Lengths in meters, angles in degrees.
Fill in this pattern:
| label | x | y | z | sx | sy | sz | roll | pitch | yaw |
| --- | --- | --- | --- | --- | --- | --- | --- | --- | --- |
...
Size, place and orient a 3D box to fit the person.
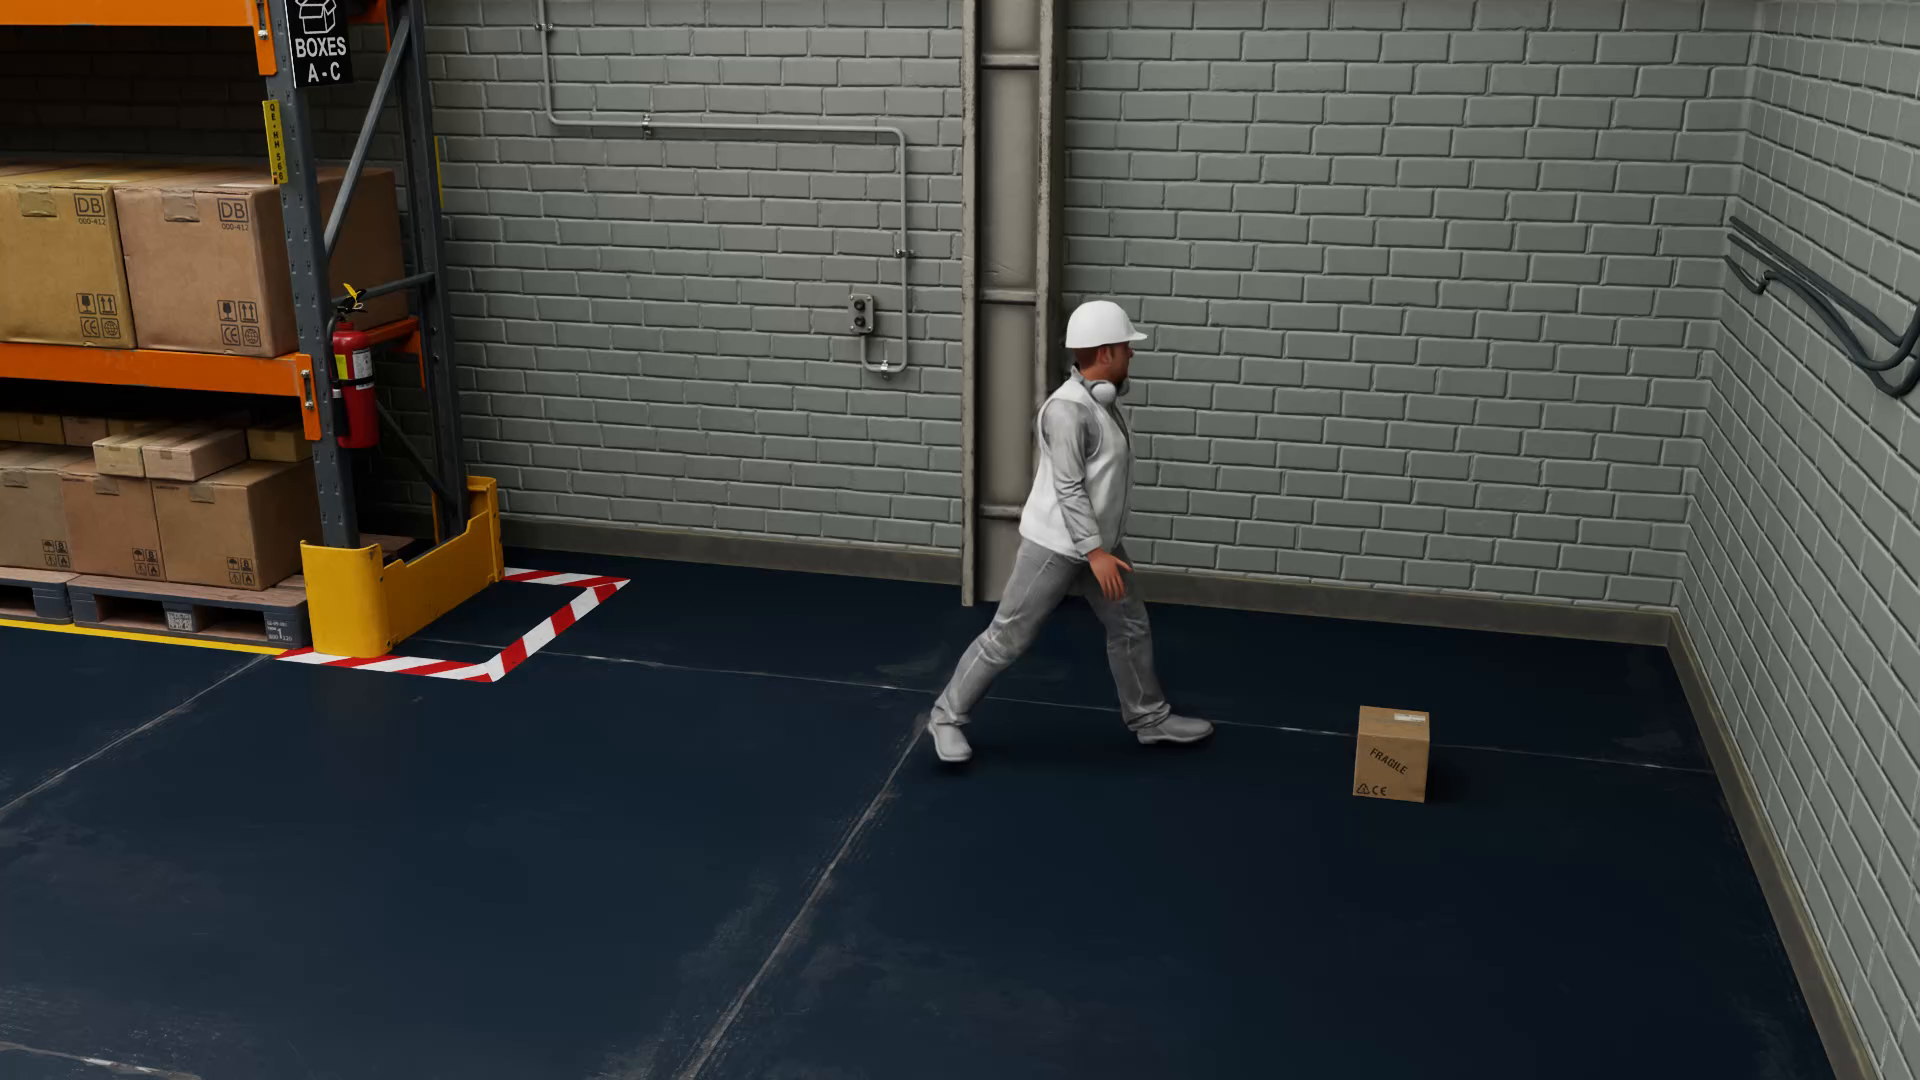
| label | x | y | z | sx | sy | sz | roll | pitch | yaw |
| --- | --- | --- | --- | --- | --- | --- | --- | --- | --- |
| person | 0.398 | -0.002 | 6.067 | 0.980 | 1.731 | 0.714 | 8 | 20 | 24 |
